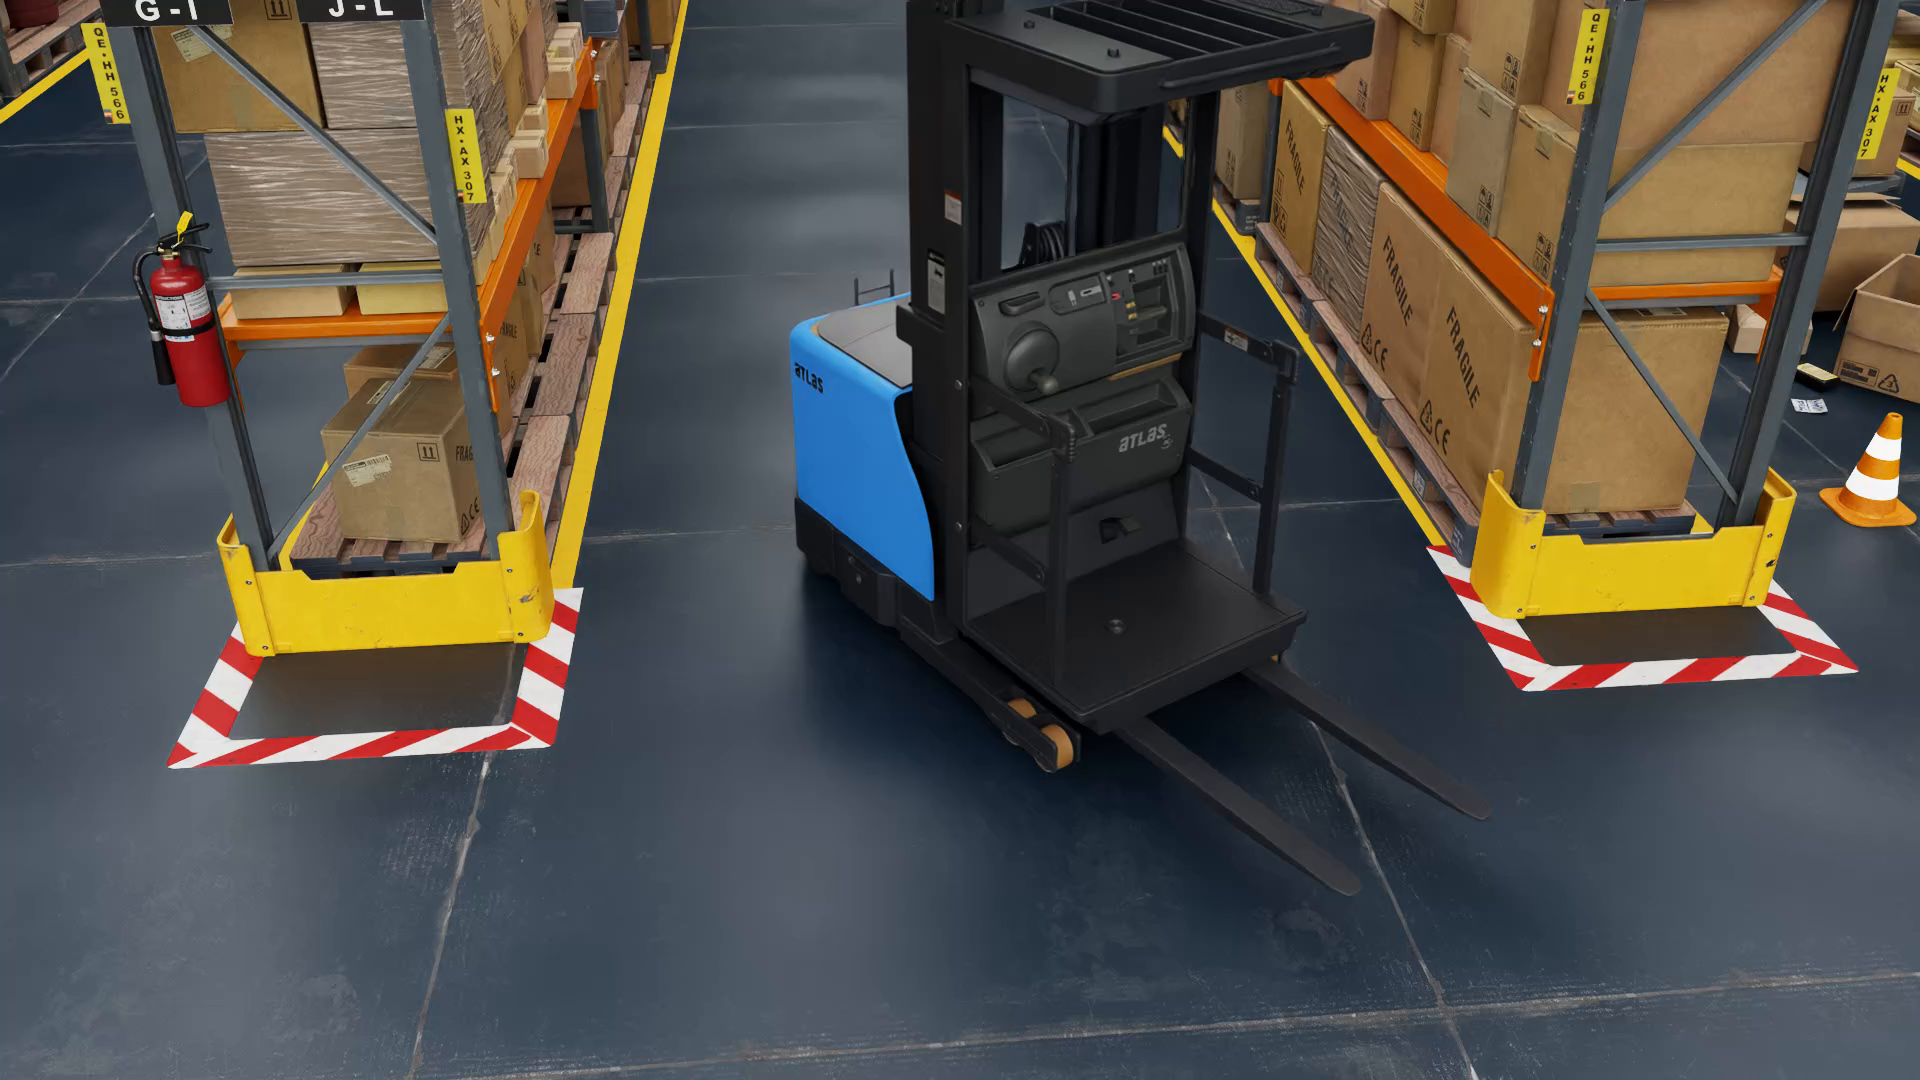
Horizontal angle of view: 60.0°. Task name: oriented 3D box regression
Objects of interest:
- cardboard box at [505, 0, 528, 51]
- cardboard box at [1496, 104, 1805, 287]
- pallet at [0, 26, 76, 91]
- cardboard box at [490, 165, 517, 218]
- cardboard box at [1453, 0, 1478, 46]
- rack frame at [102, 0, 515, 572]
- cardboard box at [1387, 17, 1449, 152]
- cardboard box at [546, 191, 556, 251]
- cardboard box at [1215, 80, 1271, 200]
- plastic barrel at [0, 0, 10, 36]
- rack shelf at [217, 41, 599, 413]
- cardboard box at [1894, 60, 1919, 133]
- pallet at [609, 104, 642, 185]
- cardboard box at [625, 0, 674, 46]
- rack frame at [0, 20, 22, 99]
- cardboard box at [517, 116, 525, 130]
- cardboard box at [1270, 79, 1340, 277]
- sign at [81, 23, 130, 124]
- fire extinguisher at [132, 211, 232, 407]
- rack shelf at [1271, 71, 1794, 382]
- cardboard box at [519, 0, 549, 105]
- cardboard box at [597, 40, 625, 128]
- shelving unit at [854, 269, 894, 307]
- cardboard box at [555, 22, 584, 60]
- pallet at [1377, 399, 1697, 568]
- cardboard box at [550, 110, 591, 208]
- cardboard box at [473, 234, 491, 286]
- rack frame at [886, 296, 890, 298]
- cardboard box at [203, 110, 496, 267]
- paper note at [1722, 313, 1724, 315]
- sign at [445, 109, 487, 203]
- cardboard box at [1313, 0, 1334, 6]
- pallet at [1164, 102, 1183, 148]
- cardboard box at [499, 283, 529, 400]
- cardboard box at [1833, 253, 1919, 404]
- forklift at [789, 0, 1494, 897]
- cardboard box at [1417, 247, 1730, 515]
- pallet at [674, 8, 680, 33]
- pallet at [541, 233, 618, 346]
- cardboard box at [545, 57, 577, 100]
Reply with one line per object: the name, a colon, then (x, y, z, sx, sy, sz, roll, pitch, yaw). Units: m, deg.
cardboard box: (-2.094, -2.312, 6.834, 0.500, 0.500, 0.500, -3, 31, -5)
cardboard box: (2.642, -1.346, 6.431, 0.875, 0.550, 0.550, -3, 31, -5)
pallet: (-8.020, -3.958, 13.671, 1.003, 0.211, 1.213, -3, 31, -5)
cardboard box: (-2.089, -1.468, 7.028, 0.380, 0.149, 0.250, -3, 31, -5)
cardboard box: (2.665, -2.382, 7.113, 0.875, 0.550, 0.550, -3, 31, -5)
rack frame: (-2.226, -0.908, 5.845, 1.000, 3.000, 0.127, -3, 31, -5)
cardboard box: (2.550, -2.186, 7.838, 0.875, 0.550, 0.500, -3, 31, -5)
cardboard box: (-2.603, -1.851, 9.452, 0.500, 0.500, 0.500, -4, 31, -6)
cardboard box: (2.200, -2.663, 10.568, 1.050, 0.750, 0.750, -3, 31, -5)
plastic barrel: (-8.110, -4.400, 13.708, 0.421, 0.512, 0.421, 0, 31, 0)
rack shelf: (-2.413, -1.620, 7.739, 1.077, 0.370, 4.000, -3, 31, -5)
cardboard box: (7.144, -3.112, 11.687, 0.950, 0.372, 0.625, -1, 31, -1)
pallet: (-2.791, -2.775, 11.689, 1.003, 0.211, 1.213, -3, 31, -5)
cardboard box: (-3.018, -4.614, 13.712, 1.225, 0.875, 0.875, -4, 31, -7)
rack frame: (-7.905, -4.755, 12.286, 1.000, 3.000, 0.127, -3, 31, -5)
cardboard box: (-2.215, -1.849, 7.665, 0.380, 0.149, 0.250, -3, 31, -5)
cardboard box: (2.337, -2.080, 9.469, 0.875, 0.875, 0.875, -2, 31, -4)
sign: (-2.781, -1.524, 5.439, 0.100, 0.325, 0.005, -3, 31, -5)
fire extinguisher: (-2.675, -0.794, 5.730, 0.296, 0.674, 0.183, -3, 31, -5)
rack shelf: (2.534, -1.806, 8.050, 1.077, 0.370, 4.000, -3, 31, -5)
cardboard box: (-2.461, -2.381, 7.923, 0.875, 0.500, 0.500, -3, 31, -5)
cardboard box: (-2.767, -3.195, 11.683, 0.700, 0.500, 0.500, 0, 31, 0)
shelving unit: (-0.297, -0.634, 7.288, 0.215, 1.050, 0.252, -20, 36, -30)
cardboard box: (-2.287, -2.747, 9.168, 0.380, 0.149, 0.250, -3, 31, -5)
pallet: (2.569, -0.301, 7.549, 1.003, 0.211, 1.213, -3, 31, -5)
cardboard box: (-2.636, -2.380, 10.319, 0.700, 0.500, 0.500, -5, 31, -8)
cardboard box: (-2.020, -1.086, 6.387, 0.380, 0.149, 0.250, -3, 31, -5)
rack frame: (-0.225, -0.584, 7.204, 0.200, 1.050, 0.008, -20, 36, -30)
cardboard box: (-2.250, -1.361, 6.215, 0.875, 0.500, 0.500, -3, 31, -5)
paper note: (4.296, -1.252, 9.325, 0.172, 0.023, 0.155, 8, 32, 13)
sign: (-1.686, -1.306, 5.666, 0.100, 0.325, 0.005, -3, 31, -5)
cardboard box: (2.394, -3.013, 9.222, 0.875, 0.550, 0.550, -3, 31, -5)
pallet: (2.083, -2.954, 11.989, 1.003, 0.211, 1.213, -3, 31, -5)
cardboard box: (-2.398, -0.959, 7.958, 0.500, 0.500, 0.500, 0, 31, 0)
cardboard box: (4.955, -1.086, 8.578, 0.637, 0.503, 0.797, 27, 40, 37)
forklift: (0.569, -0.722, 5.601, 1.130, 2.935, 3.031, -20, 36, -30)
cardboard box: (2.592, -0.705, 7.168, 0.875, 0.875, 0.875, -3, 31, -4)
pallet: (-3.083, -4.823, 15.118, 1.003, 0.211, 1.213, -3, 31, -5)
pallet: (-2.502, -1.412, 9.408, 1.003, 0.211, 1.213, -3, 31, -5)
cardboard box: (-2.176, -2.366, 8.530, 0.380, 0.149, 0.250, -3, 31, -5)
